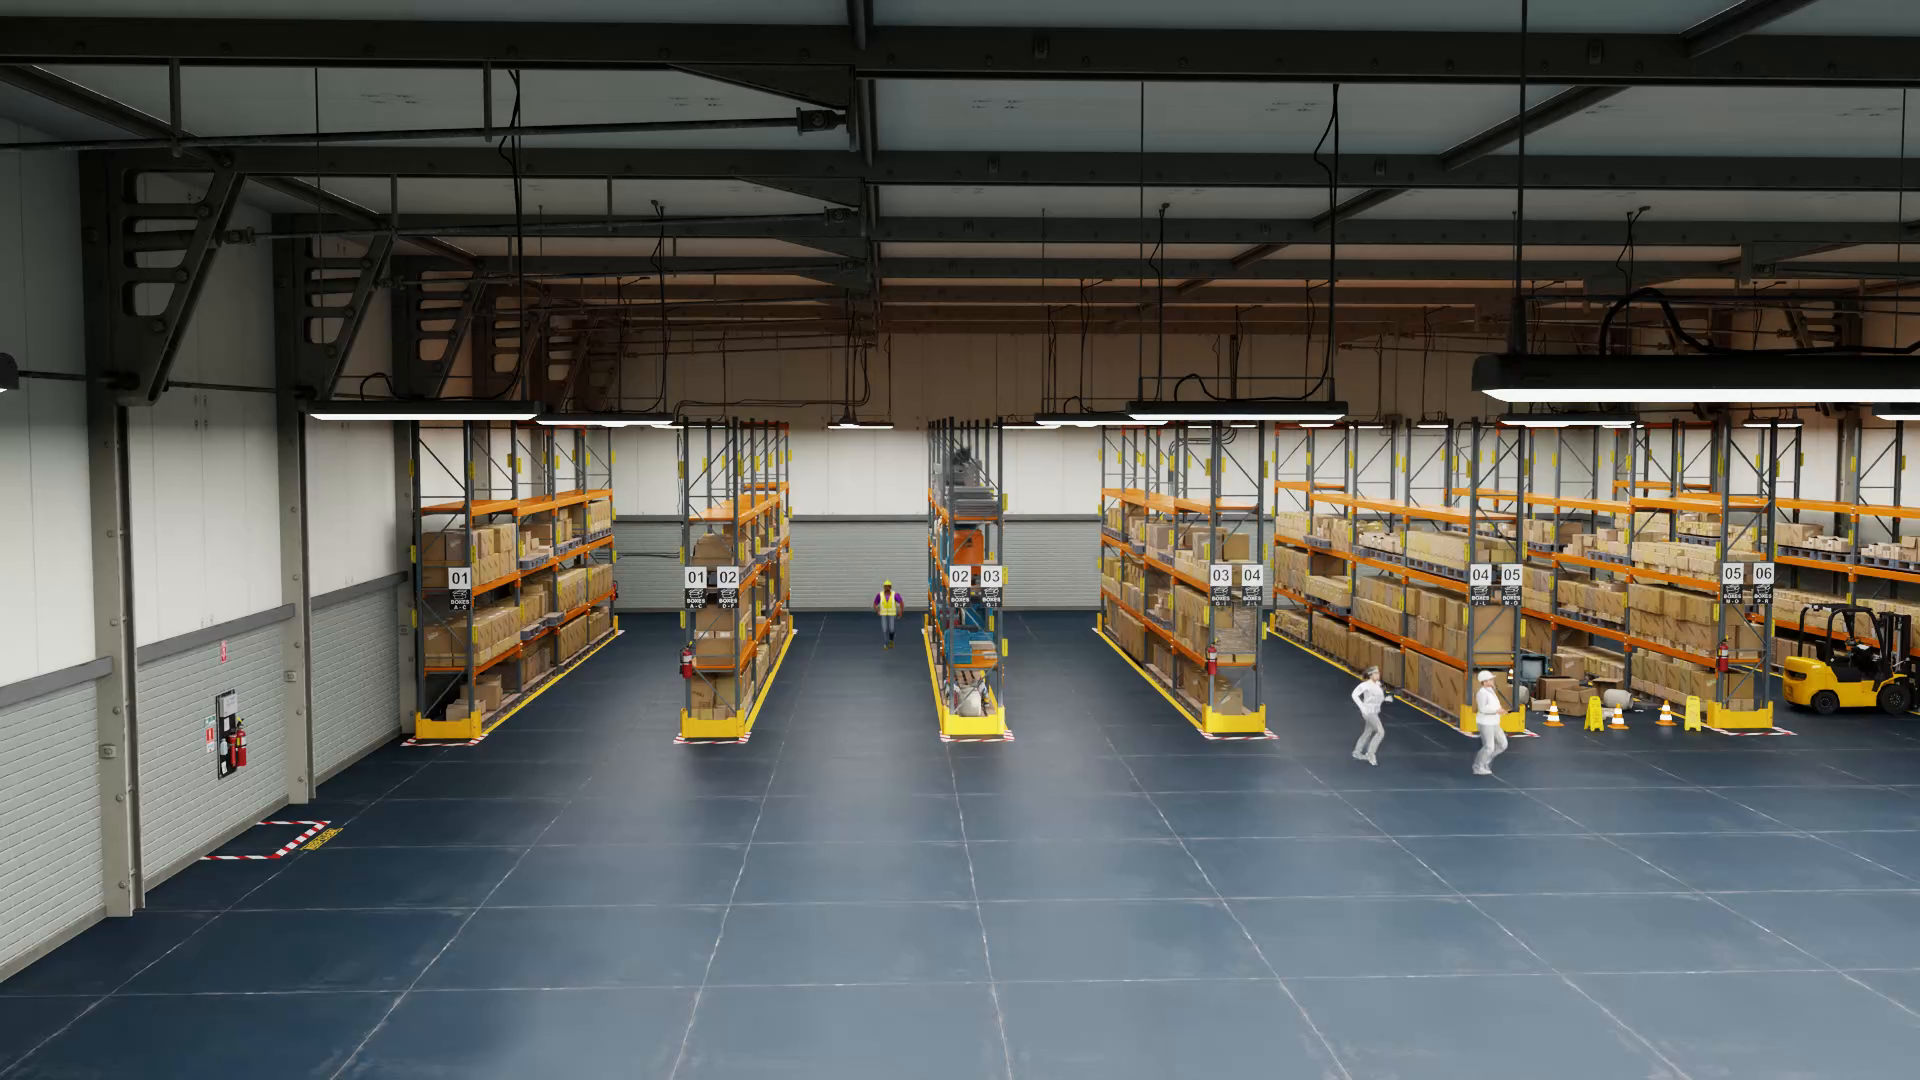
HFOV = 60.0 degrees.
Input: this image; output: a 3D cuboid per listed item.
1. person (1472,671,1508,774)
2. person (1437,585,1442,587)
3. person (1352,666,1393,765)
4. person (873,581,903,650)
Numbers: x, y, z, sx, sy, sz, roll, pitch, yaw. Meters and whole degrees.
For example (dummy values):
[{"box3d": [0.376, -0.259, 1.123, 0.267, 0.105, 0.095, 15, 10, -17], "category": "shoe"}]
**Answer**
[{"box3d": [8.834, 3.043, 27.615, 0.610, 1.743, 0.646, 3, 5, 36], "category": "person"}, {"box3d": [14.412, 1.687, 49.376, 0.845, 1.709, 0.637, 2, 4, 25], "category": "person"}, {"box3d": [7.121, 3.024, 28.701, 0.697, 1.735, 0.579, 3, 5, 39], "category": "person"}, {"box3d": [-1.784, 1.876, 41.258, 0.753, 1.735, 0.557, 0, 4, -1], "category": "person"}]
